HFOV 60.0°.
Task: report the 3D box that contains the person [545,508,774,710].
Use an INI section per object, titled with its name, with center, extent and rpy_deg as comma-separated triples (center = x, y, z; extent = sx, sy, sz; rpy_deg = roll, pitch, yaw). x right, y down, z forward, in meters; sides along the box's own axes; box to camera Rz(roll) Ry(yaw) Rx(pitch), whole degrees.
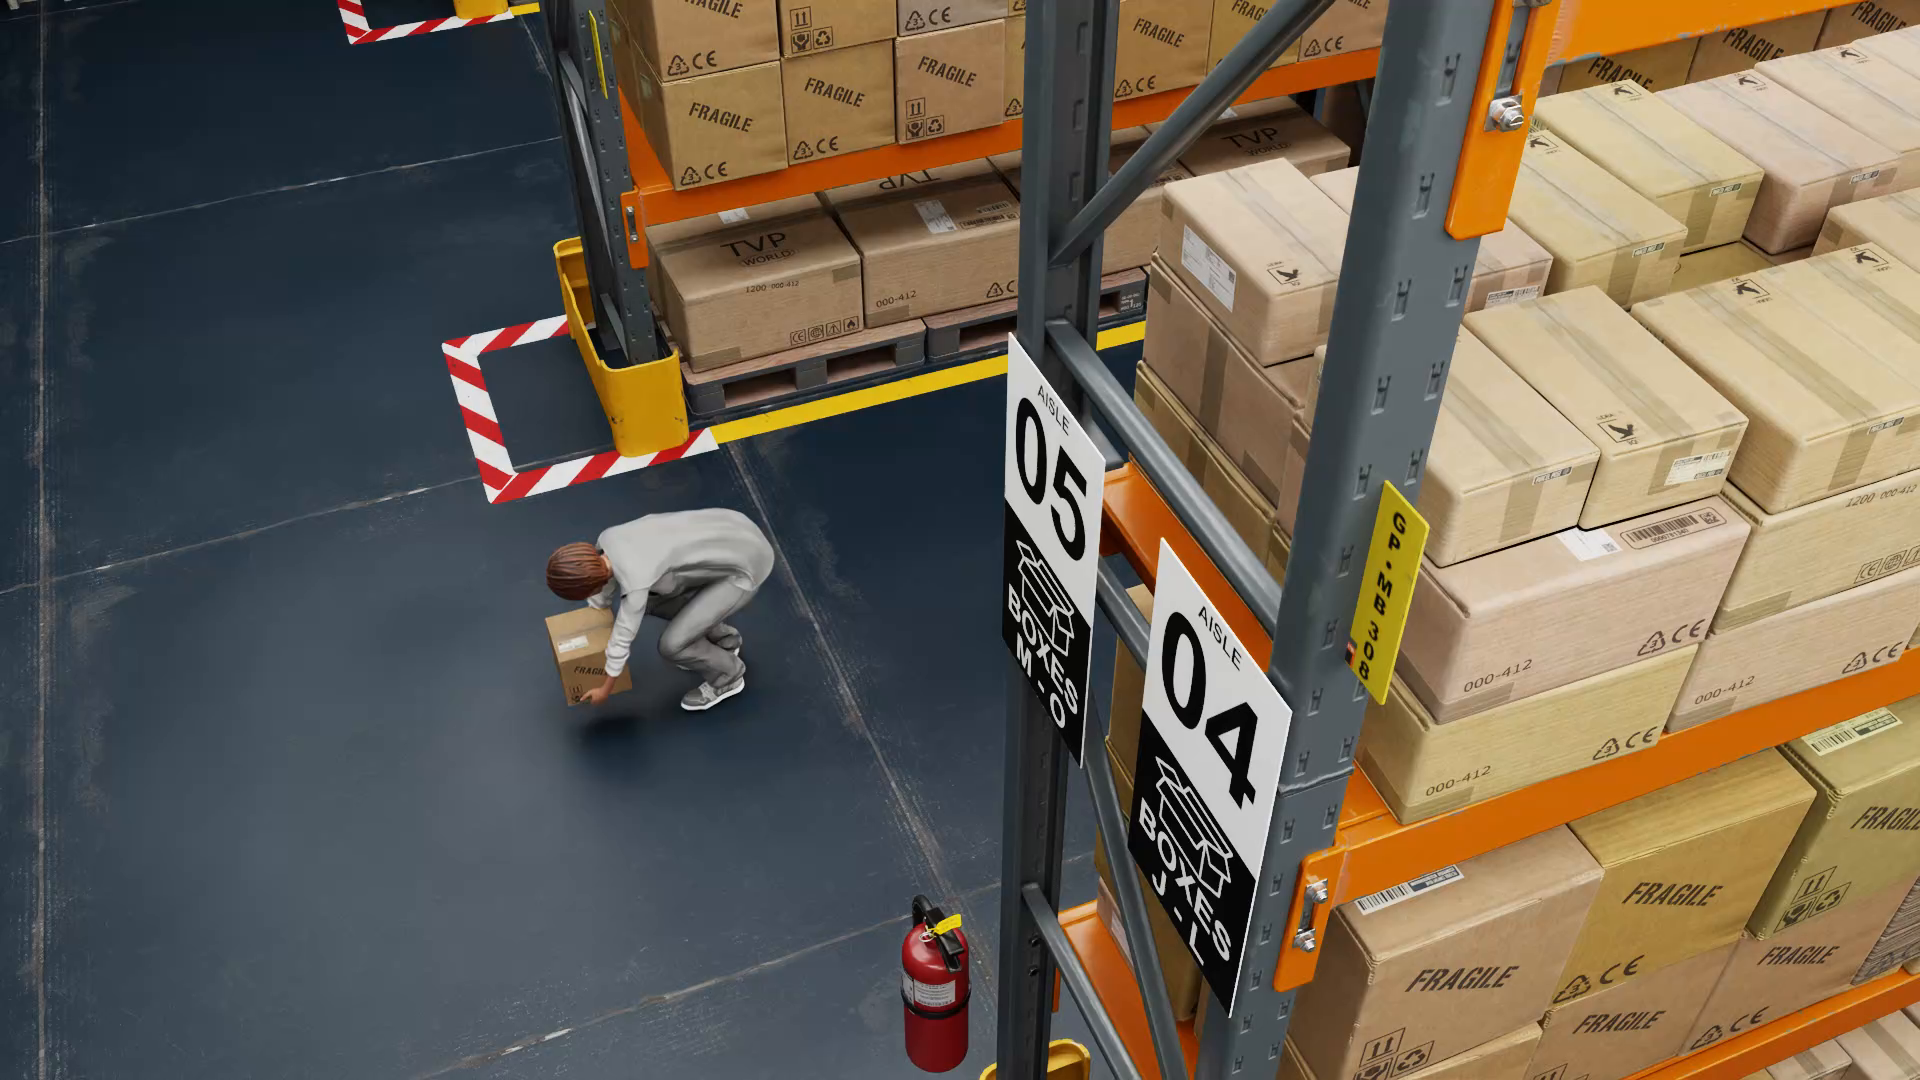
[person]
center = -1.119, 0.266, 6.397
extent = 0.854, 0.897, 0.424
rpy_deg = -17, 45, -18
